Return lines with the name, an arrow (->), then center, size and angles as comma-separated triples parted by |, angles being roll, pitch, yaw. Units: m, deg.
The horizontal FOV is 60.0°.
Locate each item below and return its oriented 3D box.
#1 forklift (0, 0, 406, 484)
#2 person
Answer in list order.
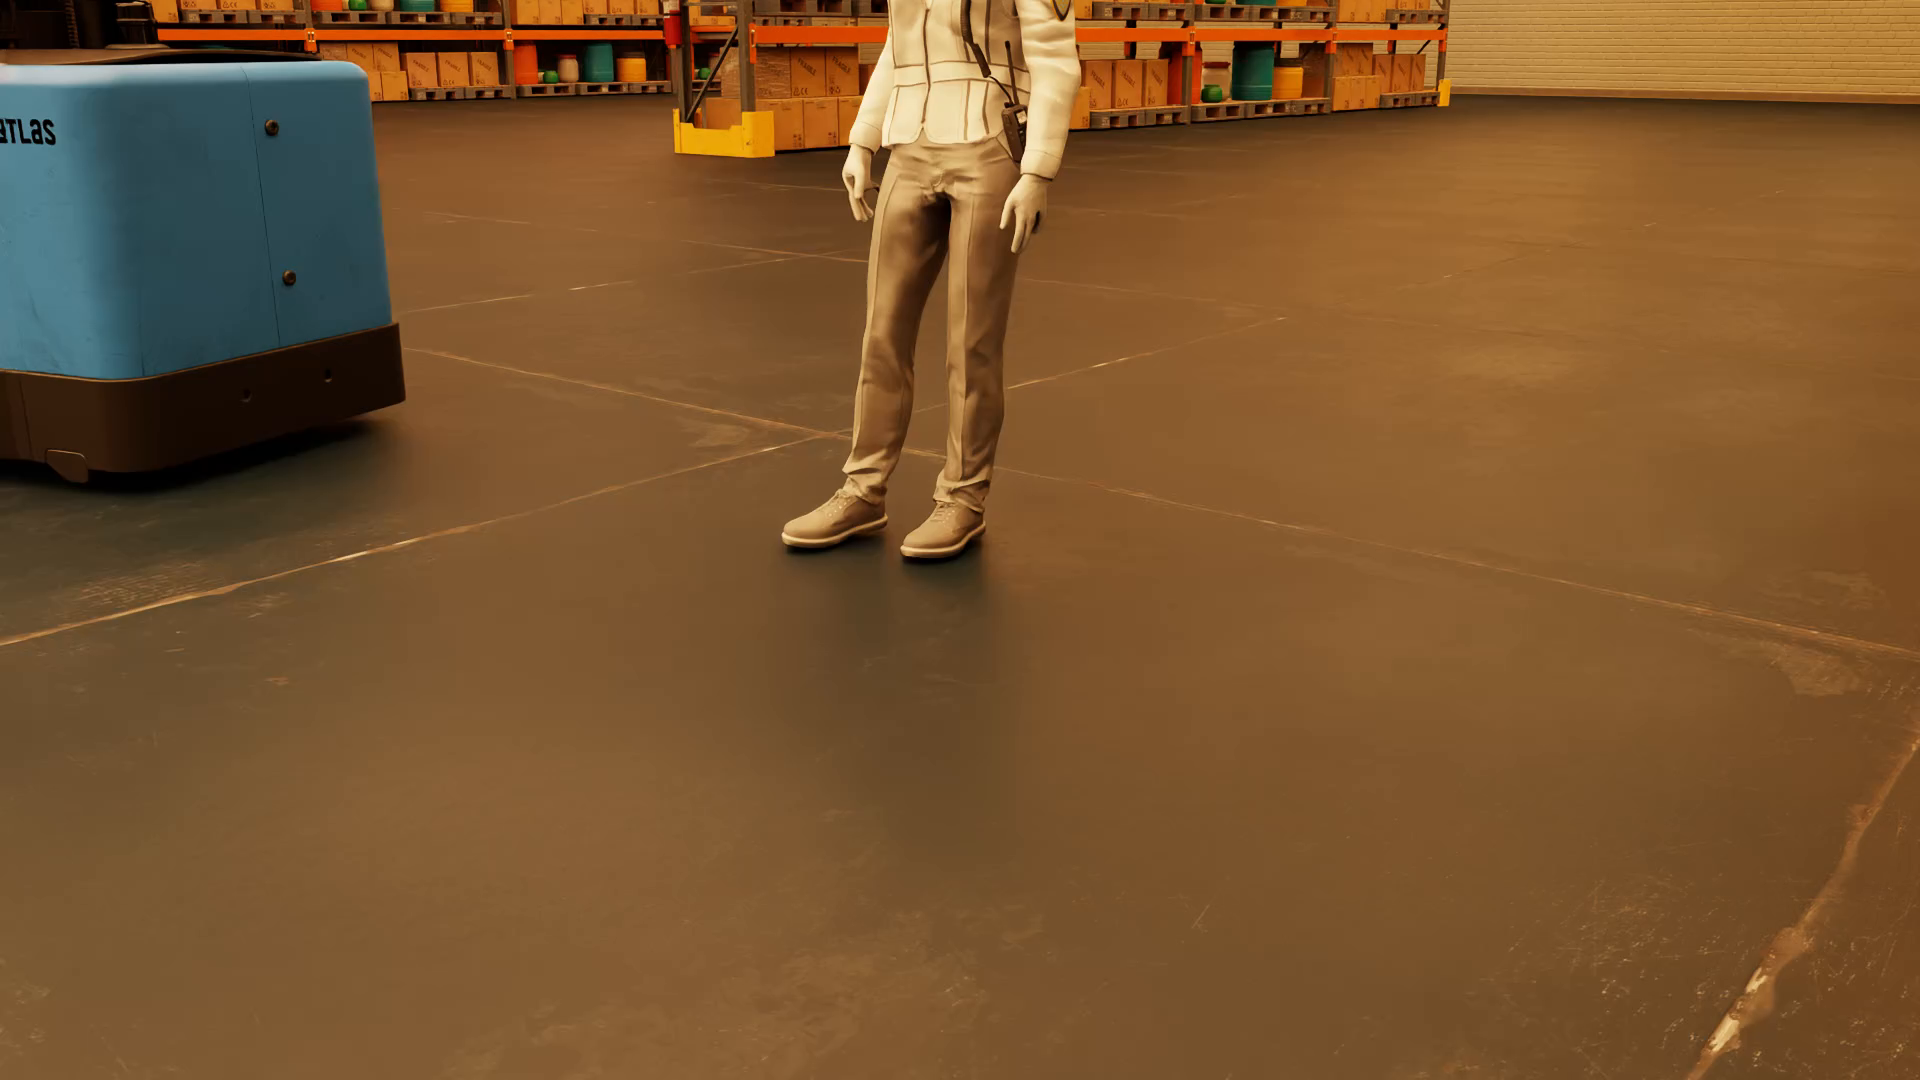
forklift -> -3.267, -1.811, 4.860 | 3.031, 2.935, 1.130 | 7, 18, 22
person -> -0.048, -0.803, 3.647 | 0.587, 1.695, 0.531 | 13, 21, 37
